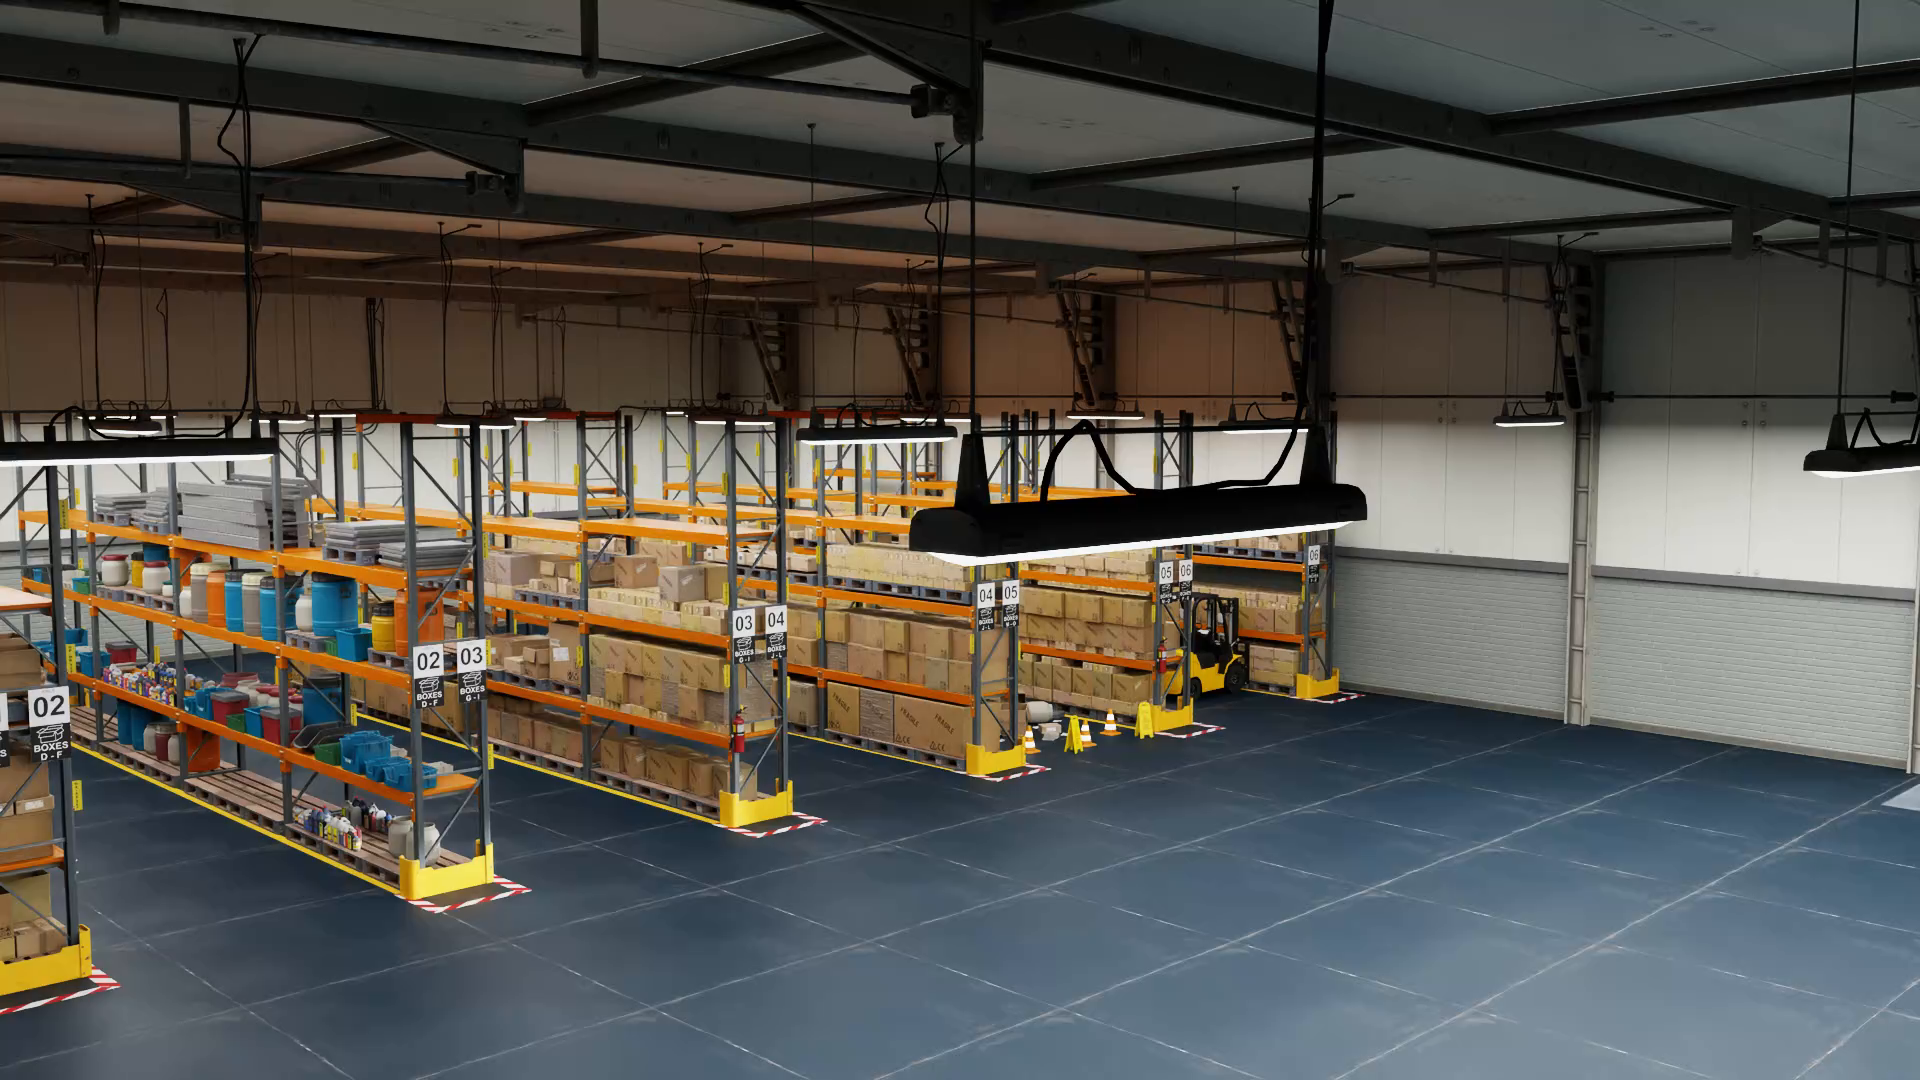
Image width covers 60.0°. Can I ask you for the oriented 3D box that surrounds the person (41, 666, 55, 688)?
[{"bbox_3d":[-15.772,3.010,28.572,0.694,1.717,0.596,4,7,40],"label":"person"}]

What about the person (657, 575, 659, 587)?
[{"bbox_3d":[-7.744,1.626,43.963,1.000,1.764,0.702,-4,7,-40],"label":"person"}]
